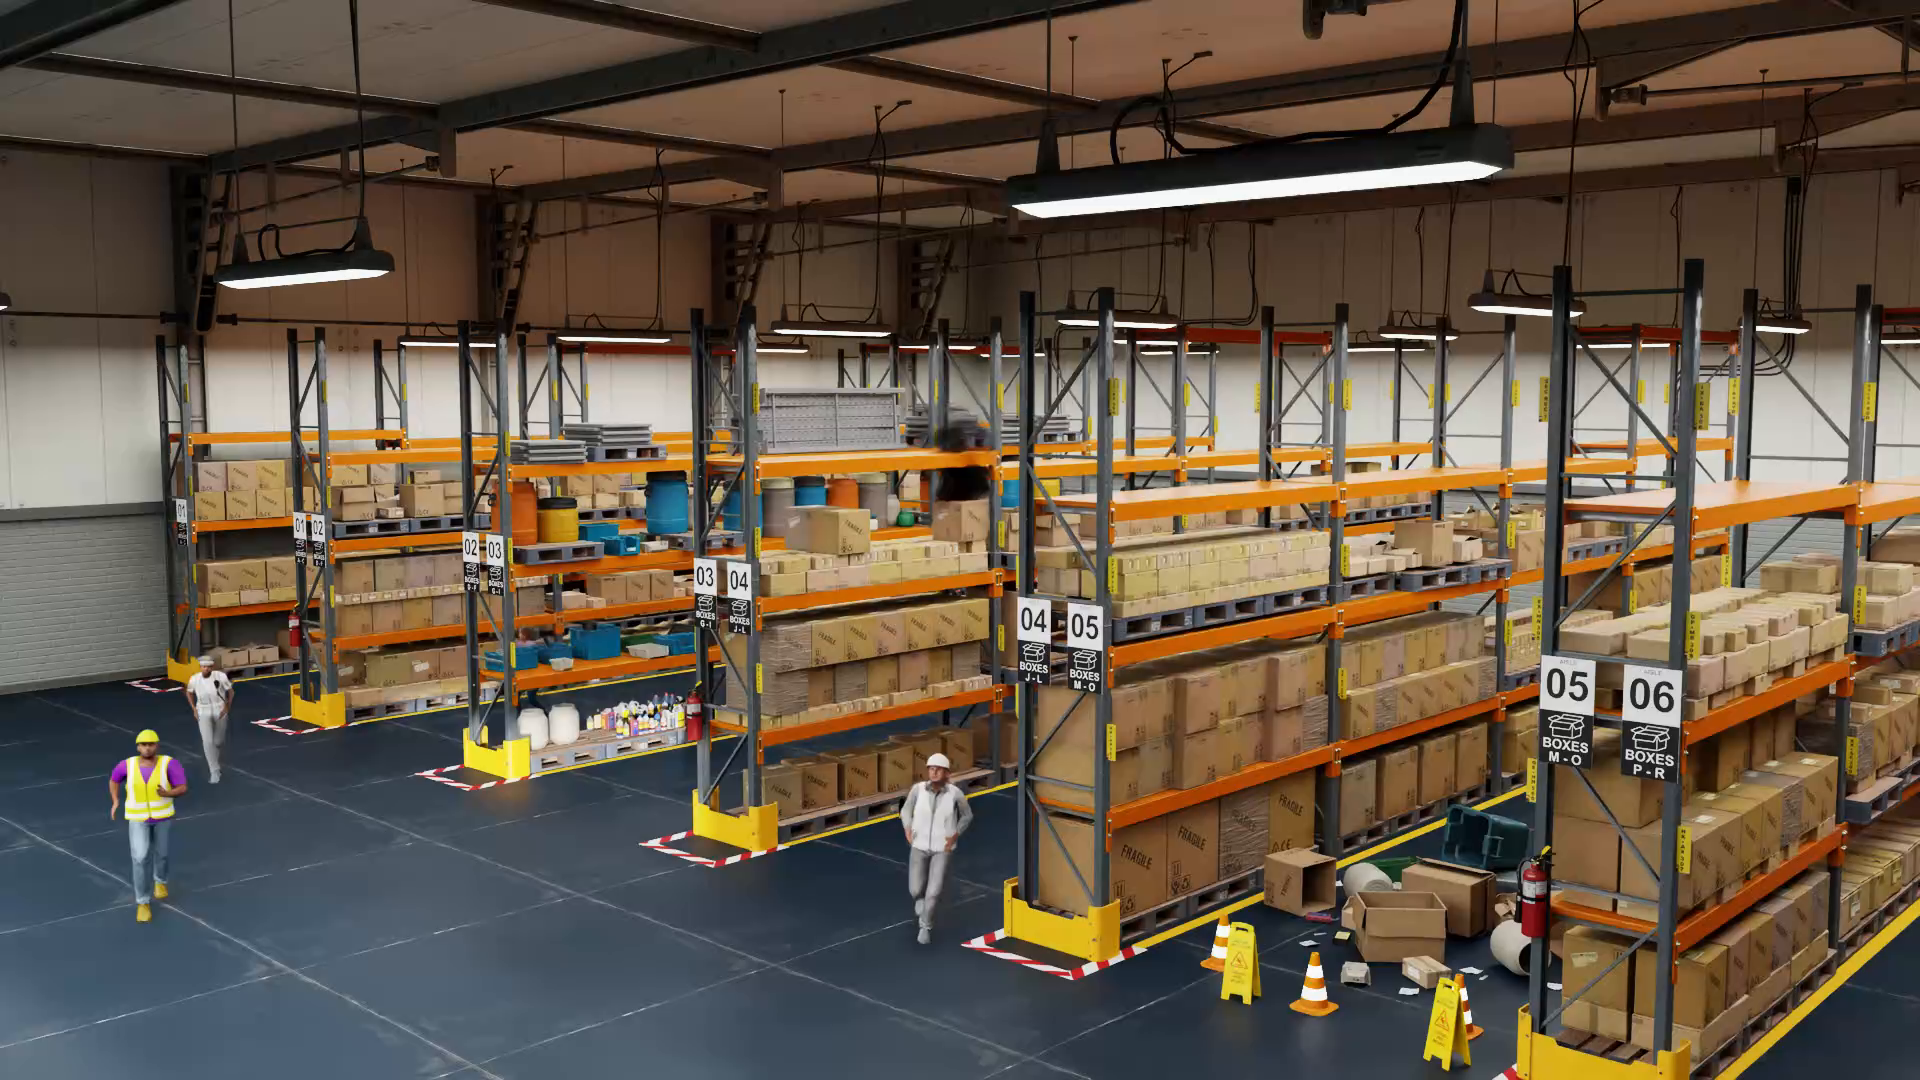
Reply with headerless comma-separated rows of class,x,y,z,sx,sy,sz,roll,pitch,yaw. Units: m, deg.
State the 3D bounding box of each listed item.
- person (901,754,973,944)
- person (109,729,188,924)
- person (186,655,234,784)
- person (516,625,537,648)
person,-0.221,2.851,15.602,0.678,1.742,0.678,1,5,9
person,-7.922,2.750,16.271,0.677,1.821,0.813,-3,6,-28
person,-9.861,2.310,21.896,0.575,1.684,0.974,-2,6,-24
person,-6.394,2.059,24.512,0.463,1.636,0.674,3,6,33
